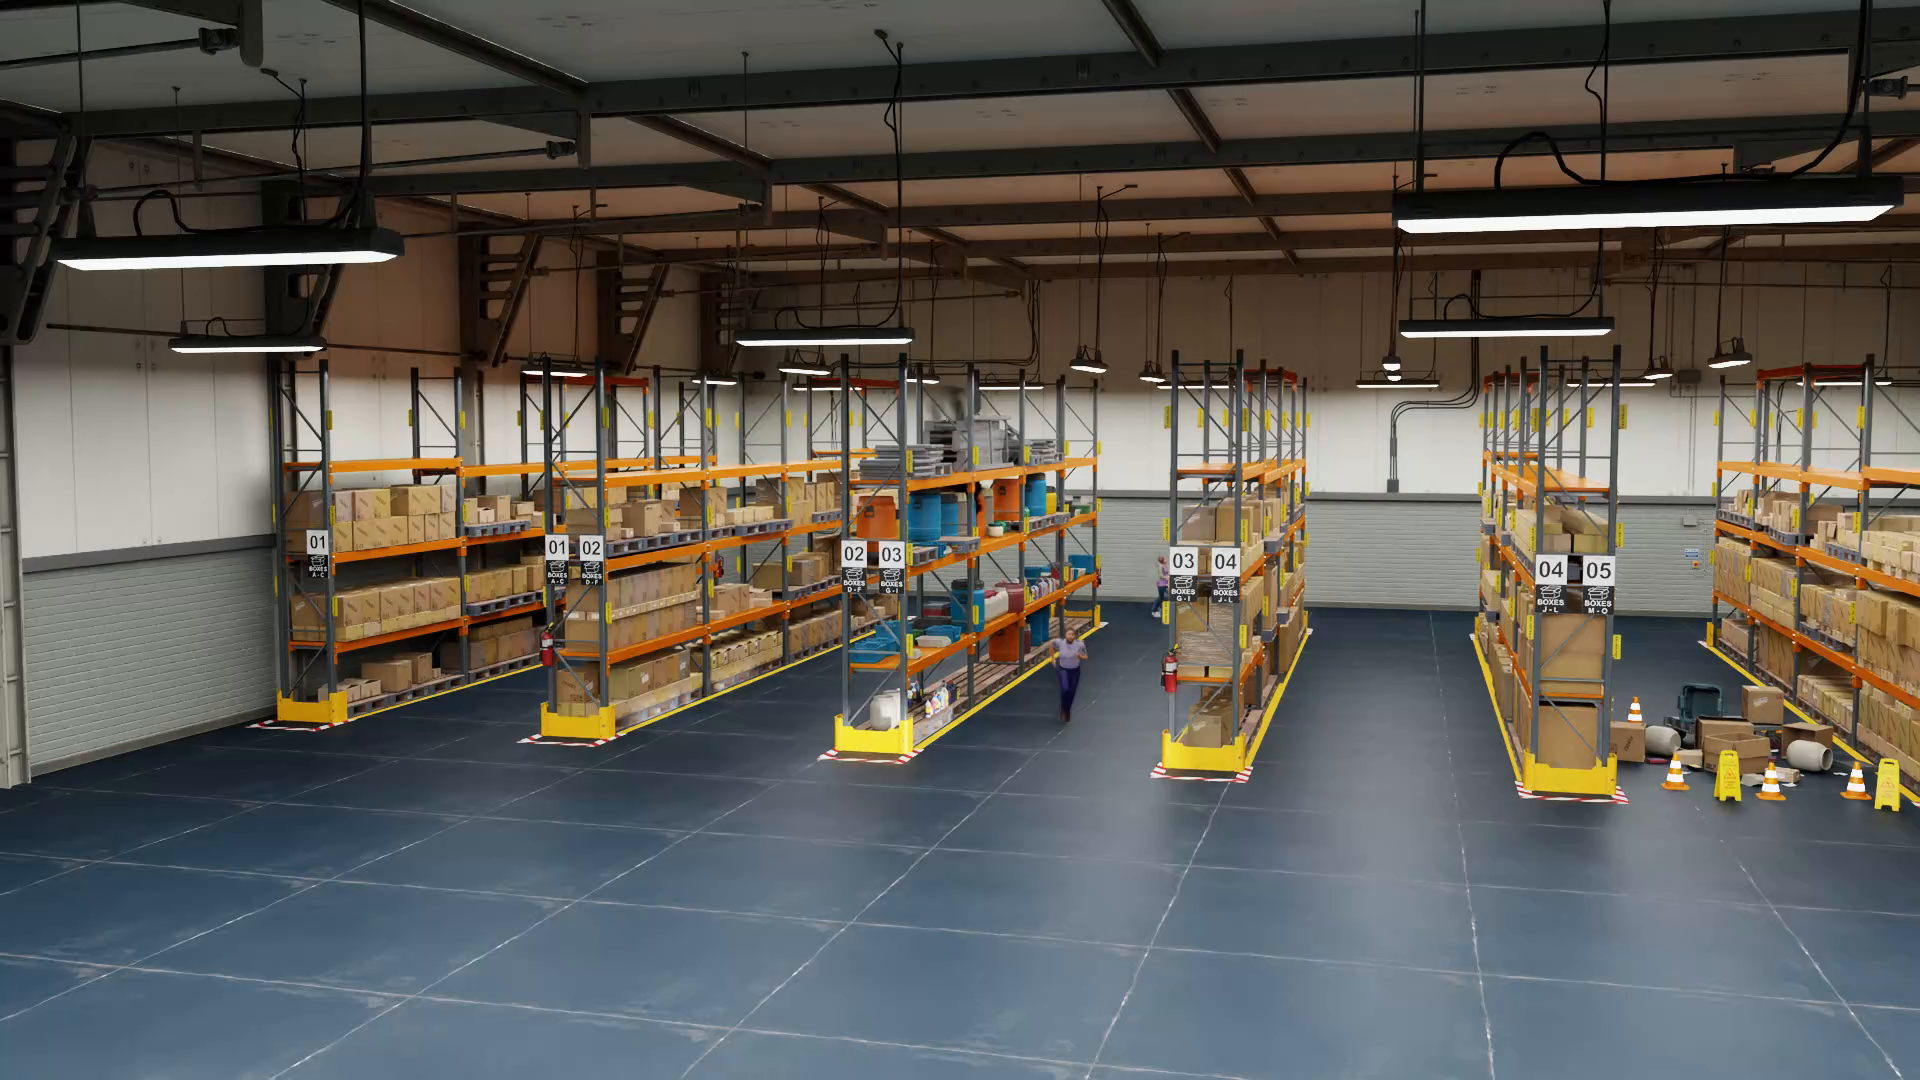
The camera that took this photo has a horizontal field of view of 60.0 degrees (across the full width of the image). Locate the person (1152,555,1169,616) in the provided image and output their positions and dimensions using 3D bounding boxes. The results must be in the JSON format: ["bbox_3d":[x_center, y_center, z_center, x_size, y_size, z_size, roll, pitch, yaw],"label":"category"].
[{"bbox_3d":[5.180,1.172,42.257,0.636,1.547,0.512,2,5,30],"label":"person"}]

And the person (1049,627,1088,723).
[{"bbox_3d":[1.792,2.218,27.533,0.593,1.597,0.864,-1,4,-8],"label":"person"}]

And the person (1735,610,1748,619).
[{"bbox_3d":[17.953,1.480,37.909,0.619,1.601,0.511,-3,5,-33],"label":"person"}]
